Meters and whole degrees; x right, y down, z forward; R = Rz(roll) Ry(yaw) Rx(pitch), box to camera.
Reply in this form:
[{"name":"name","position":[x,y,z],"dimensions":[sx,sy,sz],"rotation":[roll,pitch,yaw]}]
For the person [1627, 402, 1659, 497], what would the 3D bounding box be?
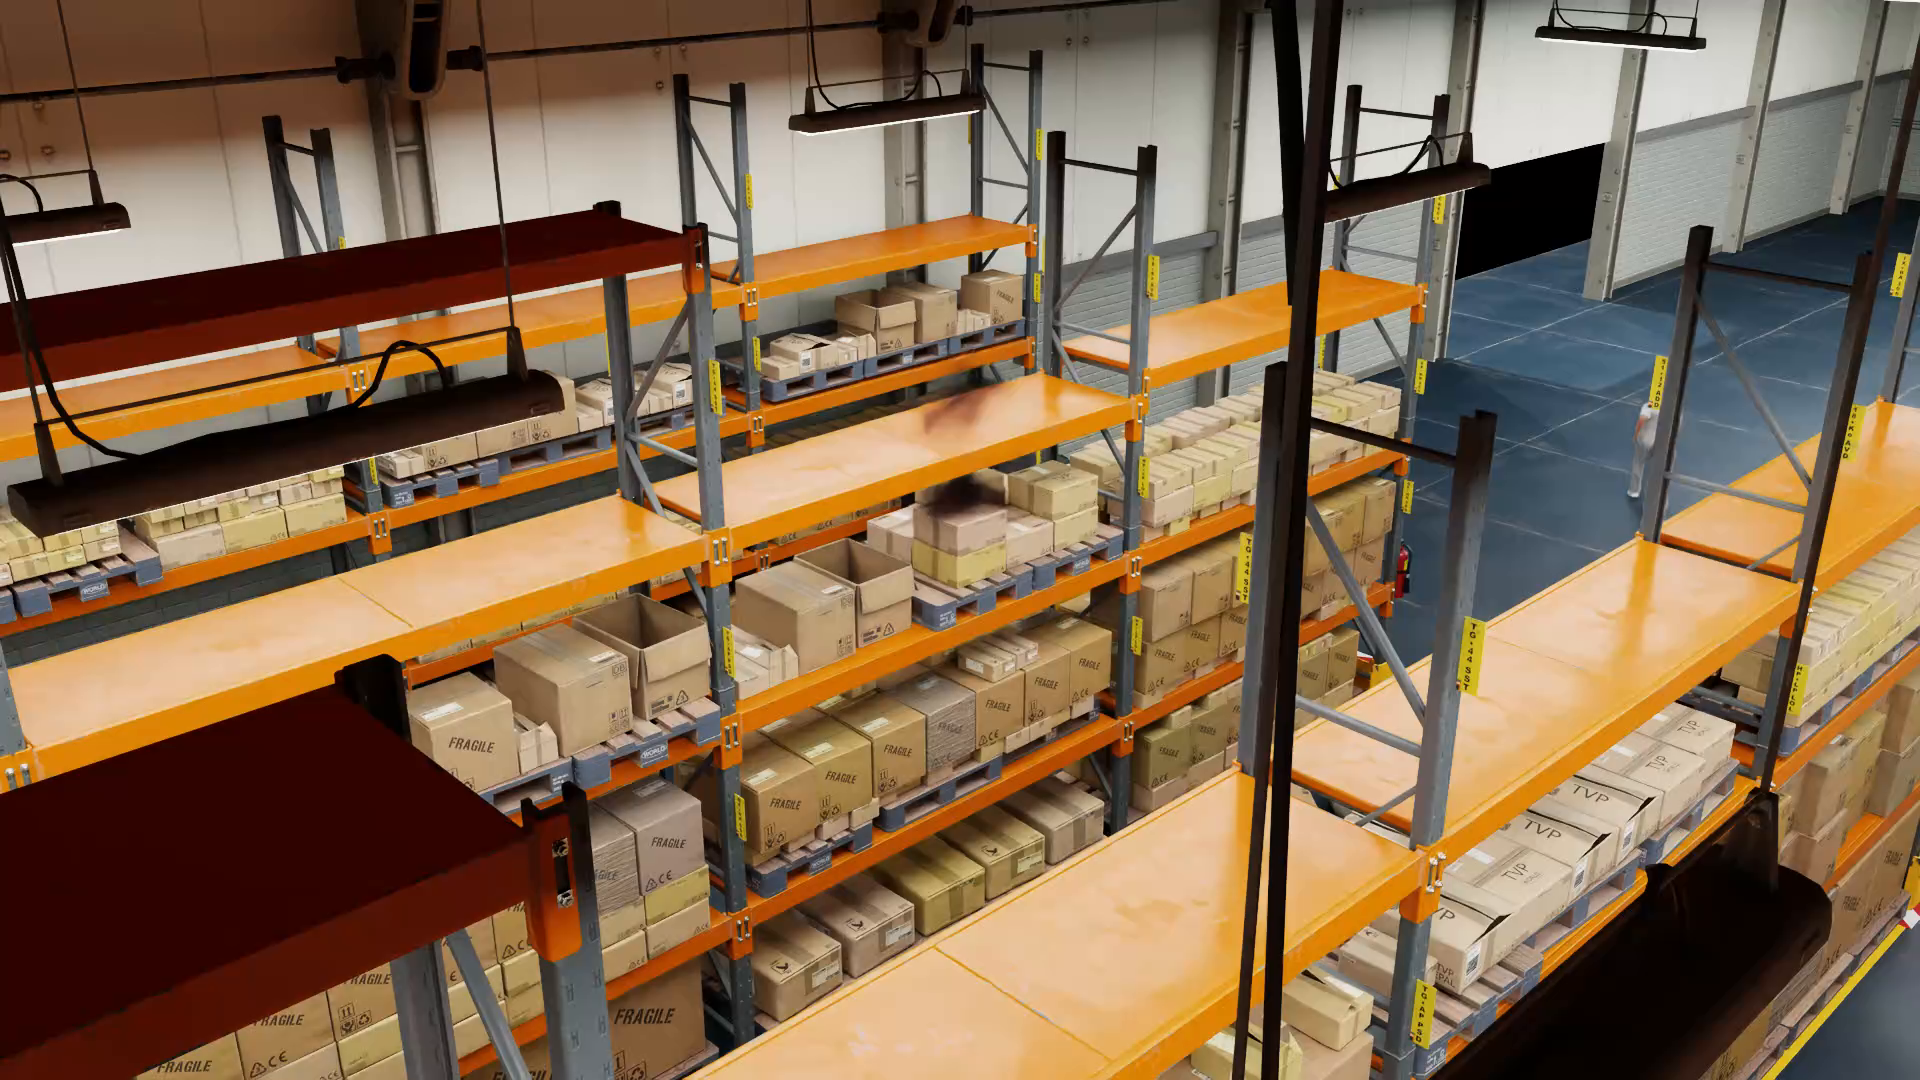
[{"name":"person","position":[9.000,-1.247,21.624],"dimensions":[0.584,1.662,0.929],"rotation":[1,22,2]}]
